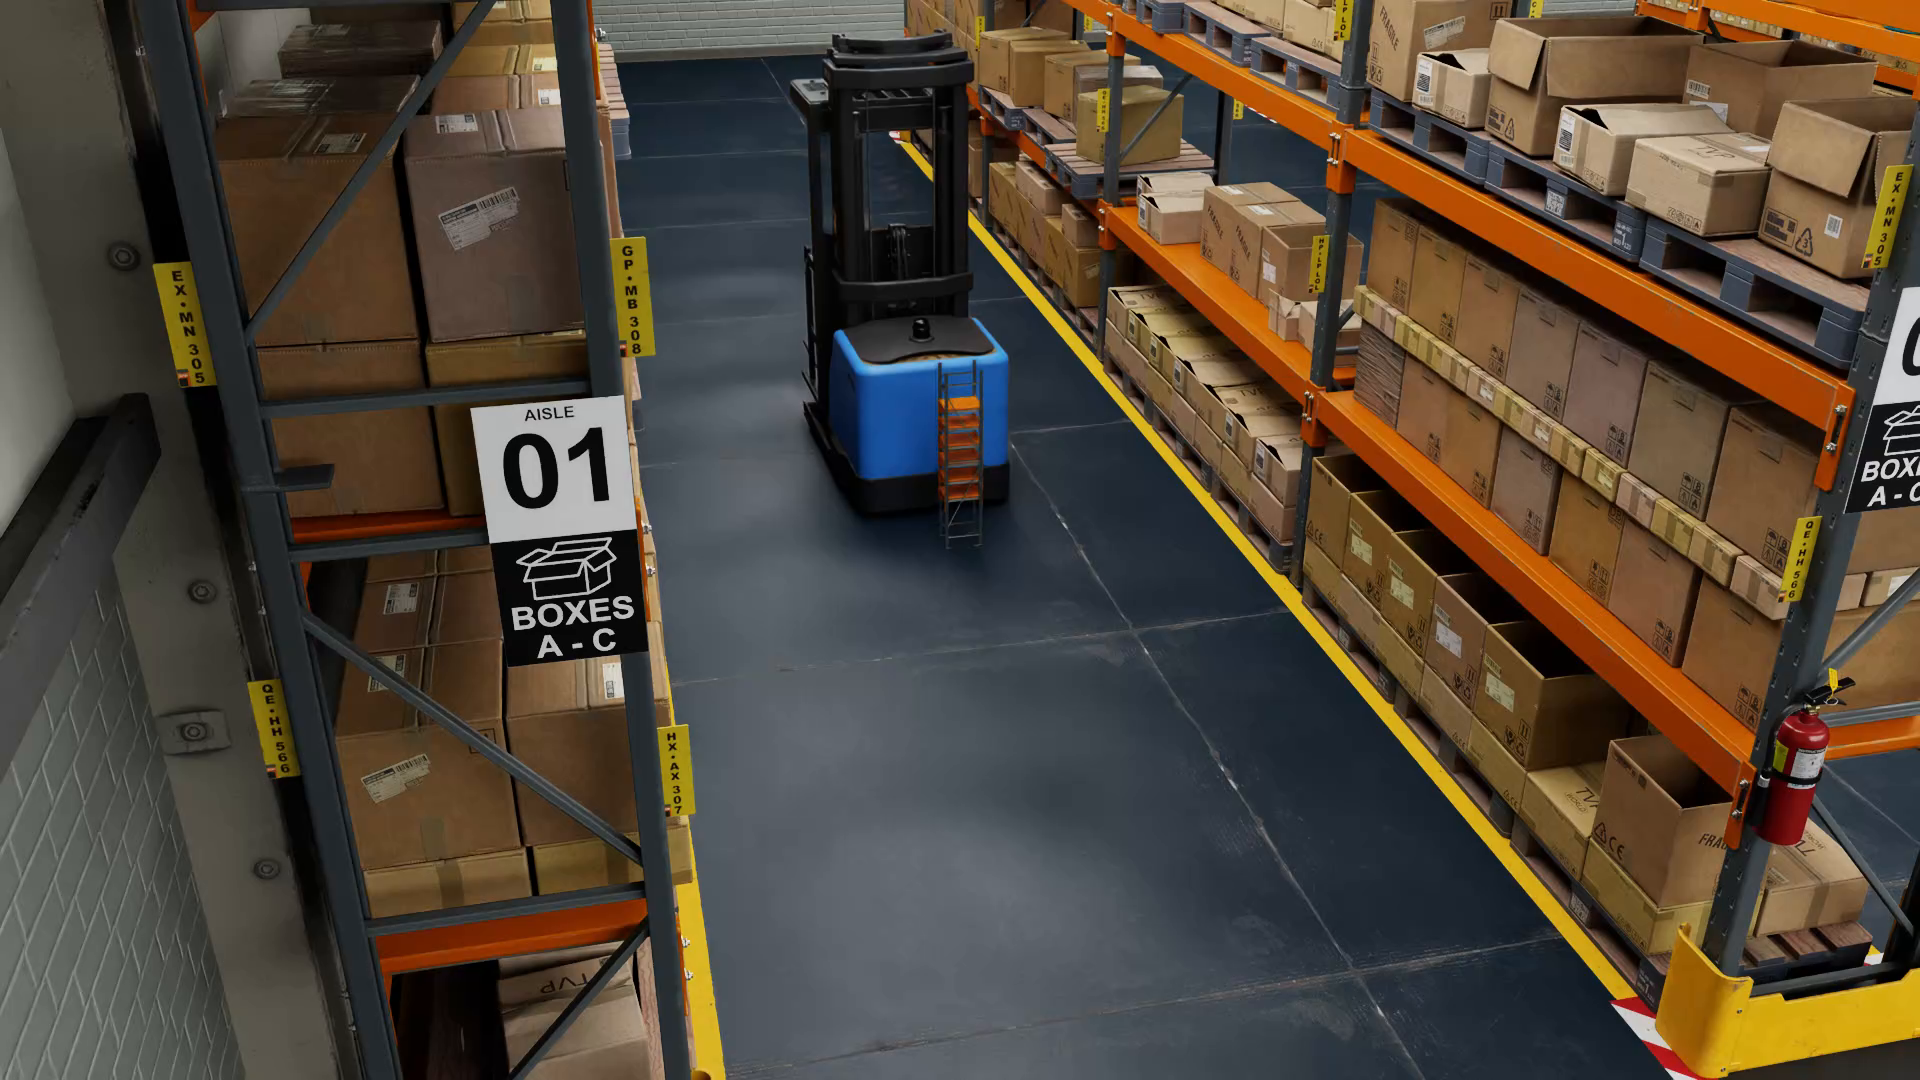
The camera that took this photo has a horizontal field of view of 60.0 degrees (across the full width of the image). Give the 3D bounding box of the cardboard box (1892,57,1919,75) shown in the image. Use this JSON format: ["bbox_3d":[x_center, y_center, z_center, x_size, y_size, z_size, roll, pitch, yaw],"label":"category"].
[{"bbox_3d":[10.353,-5.227,17.665,0.500,0.500,0.500,-6,27,-12],"label":"cardboard box"}]

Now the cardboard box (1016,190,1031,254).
[{"bbox_3d":[0.834,-3.016,15.682,0.500,0.500,0.500,-6,27,-11],"label":"cardboard box"}]

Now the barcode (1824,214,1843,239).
[{"bbox_3d":[2.893,-1.039,5.507,0.001,0.075,0.075,-6,27,-12],"label":"barcode"}]

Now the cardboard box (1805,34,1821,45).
[{"bbox_3d":[9.932,-5.731,19.055,0.380,0.149,0.250,-5,27,-11],"label":"cardboard box"}]

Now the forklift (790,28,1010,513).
[{"bbox_3d":[-0.544,-2.131,11.720,1.130,2.935,3.031,-7,28,-13],"label":"forklift"}]

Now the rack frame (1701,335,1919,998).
[{"bbox_3d":[3.431,0.643,6.148,1.000,3.000,0.127,-6,27,-12],"label":"rack frame"}]

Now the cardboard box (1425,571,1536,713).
[{"bbox_3d":[2.669,0.485,8.213,0.500,0.500,0.500,-6,27,-12],"label":"cardboard box"}]

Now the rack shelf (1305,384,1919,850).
[{"bbox_3d":[2.980,0.086,8.050,1.077,0.370,4.000,-6,27,-12],"label":"rack shelf"}]

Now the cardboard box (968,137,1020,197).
[{"bbox_3d":[0.321,-3.927,17.488,0.500,0.500,0.500,-6,27,-12],"label":"cardboard box"}]

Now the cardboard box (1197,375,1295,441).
[{"bbox_3d":[1.925,-0.920,11.206,0.500,0.311,0.500,-6,27,-12],"label":"cardboard box"}]

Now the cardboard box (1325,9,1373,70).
[{"bbox_3d":[2.400,-2.845,9.428,0.500,0.250,0.500,-3,27,-6],"label":"cardboard box"}]

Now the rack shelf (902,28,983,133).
[{"bbox_3d":[0.275,-5.182,18.487,1.077,0.370,4.000,-6,27,-12],"label":"rack shelf"}]

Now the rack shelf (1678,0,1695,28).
[{"bbox_3d":[6.004,-5.267,15.325,1.077,0.370,4.000,-6,27,-12],"label":"rack shelf"}]

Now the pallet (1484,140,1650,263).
[{"bbox_3d":[3.018,-1.507,7.176,1.003,0.211,1.213,-6,27,-12],"label":"pallet"}]

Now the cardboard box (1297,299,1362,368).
[{"bbox_3d":[2.376,-1.258,10.080,0.500,0.250,0.500,-4,27,-8],"label":"cardboard box"}]

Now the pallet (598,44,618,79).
[{"bbox_3d":[-2.568,-2.601,9.454,1.213,0.211,1.003,-6,27,-12],"label":"pallet"}]

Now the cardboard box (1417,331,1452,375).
[{"bbox_3d":[2.578,-0.972,8.516,0.380,0.149,0.250,-6,27,-12],"label":"cardboard box"}]

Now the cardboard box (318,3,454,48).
[{"bbox_3d":[-2.464,-2.204,7.215,0.500,0.500,0.500,-5,27,-11],"label":"cardboard box"}]

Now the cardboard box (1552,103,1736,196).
[{"bbox_3d":[2.789,-1.630,6.798,0.500,0.311,0.500,-3,27,-6],"label":"cardboard box"}]

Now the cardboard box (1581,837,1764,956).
[{"bbox_3d":[3.022,1.477,7.080,0.500,0.250,0.500,-6,27,-12],"label":"cardboard box"}]

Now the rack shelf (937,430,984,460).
[{"bbox_3d":[0.003,-0.597,10.433,0.258,0.103,0.180,-6,27,-12],"label":"rack shelf"}]

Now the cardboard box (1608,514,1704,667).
[{"bbox_3d":[3.215,0.162,6.990,0.700,0.500,0.500,-5,27,-10],"label":"cardboard box"}]

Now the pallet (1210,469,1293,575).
[{"bbox_3d":[2.325,-0.188,10.888,1.003,0.211,1.213,-6,27,-12],"label":"pallet"}]

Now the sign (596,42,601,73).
[{"bbox_3d":[-1.769,-2.237,7.951,0.100,0.325,0.005,-6,27,-12],"label":"sign"}]

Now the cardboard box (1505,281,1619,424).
[{"bbox_3d":[2.975,-0.882,7.618,0.700,0.500,0.500,-6,27,-12],"label":"cardboard box"}]

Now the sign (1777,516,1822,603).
[{"bbox_3d":[2.899,0.069,5.737,0.100,0.325,0.005,-6,27,-12],"label":"sign"}]

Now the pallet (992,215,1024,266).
[{"bbox_3d":[0.946,-3.027,16.514,1.003,0.211,1.213,-6,27,-12],"label":"pallet"}]

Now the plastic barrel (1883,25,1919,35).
[{"bbox_3d":[6.735,-3.953,11.368,0.600,0.901,0.708,-6,27,-12],"label":"plastic barrel"}]

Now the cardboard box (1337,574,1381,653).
[{"bbox_3d":[2.446,0.381,9.252,0.500,0.250,0.500,-6,27,-12],"label":"cardboard box"}]

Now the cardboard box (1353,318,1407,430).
[{"bbox_3d":[2.635,-0.964,9.220,0.700,0.500,0.500,-7,28,-13],"label":"cardboard box"}]

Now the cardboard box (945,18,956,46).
[{"bbox_3d":[0.128,-5.315,17.840,0.500,0.500,0.500,-5,27,-10],"label":"cardboard box"}]

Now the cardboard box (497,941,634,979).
[{"bbox_3d":[-1.592,1.588,6.771,0.500,0.311,0.500,-4,27,-7],"label":"cardboard box"}]

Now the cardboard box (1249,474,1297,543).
[{"bbox_3d":[2.153,-0.226,10.454,0.500,0.250,0.500,-6,27,-12],"label":"cardboard box"}]

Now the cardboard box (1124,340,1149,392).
[{"bbox_3d":[1.574,-1.349,12.680,0.500,0.250,0.500,-7,28,-13],"label":"cardboard box"}]

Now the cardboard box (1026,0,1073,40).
[{"bbox_3d":[0.894,-5.352,16.804,0.500,0.500,0.500,-5,27,-10],"label":"cardboard box"}]

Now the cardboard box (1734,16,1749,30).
[{"bbox_3d":[9.644,-6.294,20.170,0.380,0.149,0.250,-6,27,-11],"label":"cardboard box"}]

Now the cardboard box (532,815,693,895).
[{"bbox_3d":[-1.196,0.959,5.666,0.500,0.250,0.500,-7,28,-13],"label":"cardboard box"}]

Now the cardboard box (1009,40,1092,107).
[{"bbox_3d":[0.832,-4.332,15.426,0.700,0.500,0.500,-2,27,-3],"label":"cardboard box"}]

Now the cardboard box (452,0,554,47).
[{"bbox_3d":[-1.658,-1.788,6.391,0.500,0.500,0.500,-7,28,-13],"label":"cardboard box"}]

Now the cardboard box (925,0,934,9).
[{"bbox_3d":[-0.099,-6.202,18.488,0.500,0.500,0.500,-6,27,-11],"label":"cardboard box"}]

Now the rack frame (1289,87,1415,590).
[{"bbox_3d":[2.529,-1.114,9.627,1.000,3.000,0.127,-6,27,-12],"label":"rack frame"}]

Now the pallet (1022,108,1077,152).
[{"bbox_3d":[1.185,-3.637,14.840,1.003,0.211,1.213,-6,27,-12],"label":"pallet"}]

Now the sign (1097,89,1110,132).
[{"bbox_3d":[1.101,-3.292,12.746,0.100,0.325,0.005,-6,27,-12],"label":"sign"}]

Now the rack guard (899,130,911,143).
[{"bbox_3d":[-0.158,-5.232,20.561,1.175,0.500,0.348,-6,27,-12],"label":"rack guard"}]

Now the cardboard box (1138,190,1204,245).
[{"bbox_3d":[1.640,-2.417,12.309,0.500,0.311,0.500,-6,27,-12],"label":"cardboard box"}]

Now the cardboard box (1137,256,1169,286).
[{"bbox_3d":[1.803,-2.179,14.024,0.500,0.500,0.500,-5,27,-9],"label":"cardboard box"}]

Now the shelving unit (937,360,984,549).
[{"bbox_3d":[0.003,-0.529,10.467,0.258,1.200,0.189,-6,27,-12],"label":"shelving unit"}]

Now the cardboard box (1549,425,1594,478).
[{"bbox_3d":[2.866,-0.408,7.399,0.380,0.149,0.250,-5,27,-10],"label":"cardboard box"}]

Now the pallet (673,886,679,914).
[{"bbox_3d":[-1.832,1.464,7.615,1.003,0.211,1.213,-6,27,-12],"label":"pallet"}]

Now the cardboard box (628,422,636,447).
[{"bbox_3d":[-1.667,-0.269,7.266,0.500,0.500,0.500,-7,28,-13],"label":"cardboard box"}]

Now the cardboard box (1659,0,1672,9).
[{"bbox_3d":[9.295,-6.972,21.513,0.380,0.149,0.250,-6,27,-12],"label":"cardboard box"}]

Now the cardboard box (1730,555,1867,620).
[{"bbox_3d":[3.159,0.160,6.273,0.380,0.149,0.250,-6,27,-12],"label":"cardboard box"}]

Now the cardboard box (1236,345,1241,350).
[{"bbox_3d":[2.220,-1.426,12.208,0.500,0.311,0.500,-6,27,-12],"label":"cardboard box"}]
